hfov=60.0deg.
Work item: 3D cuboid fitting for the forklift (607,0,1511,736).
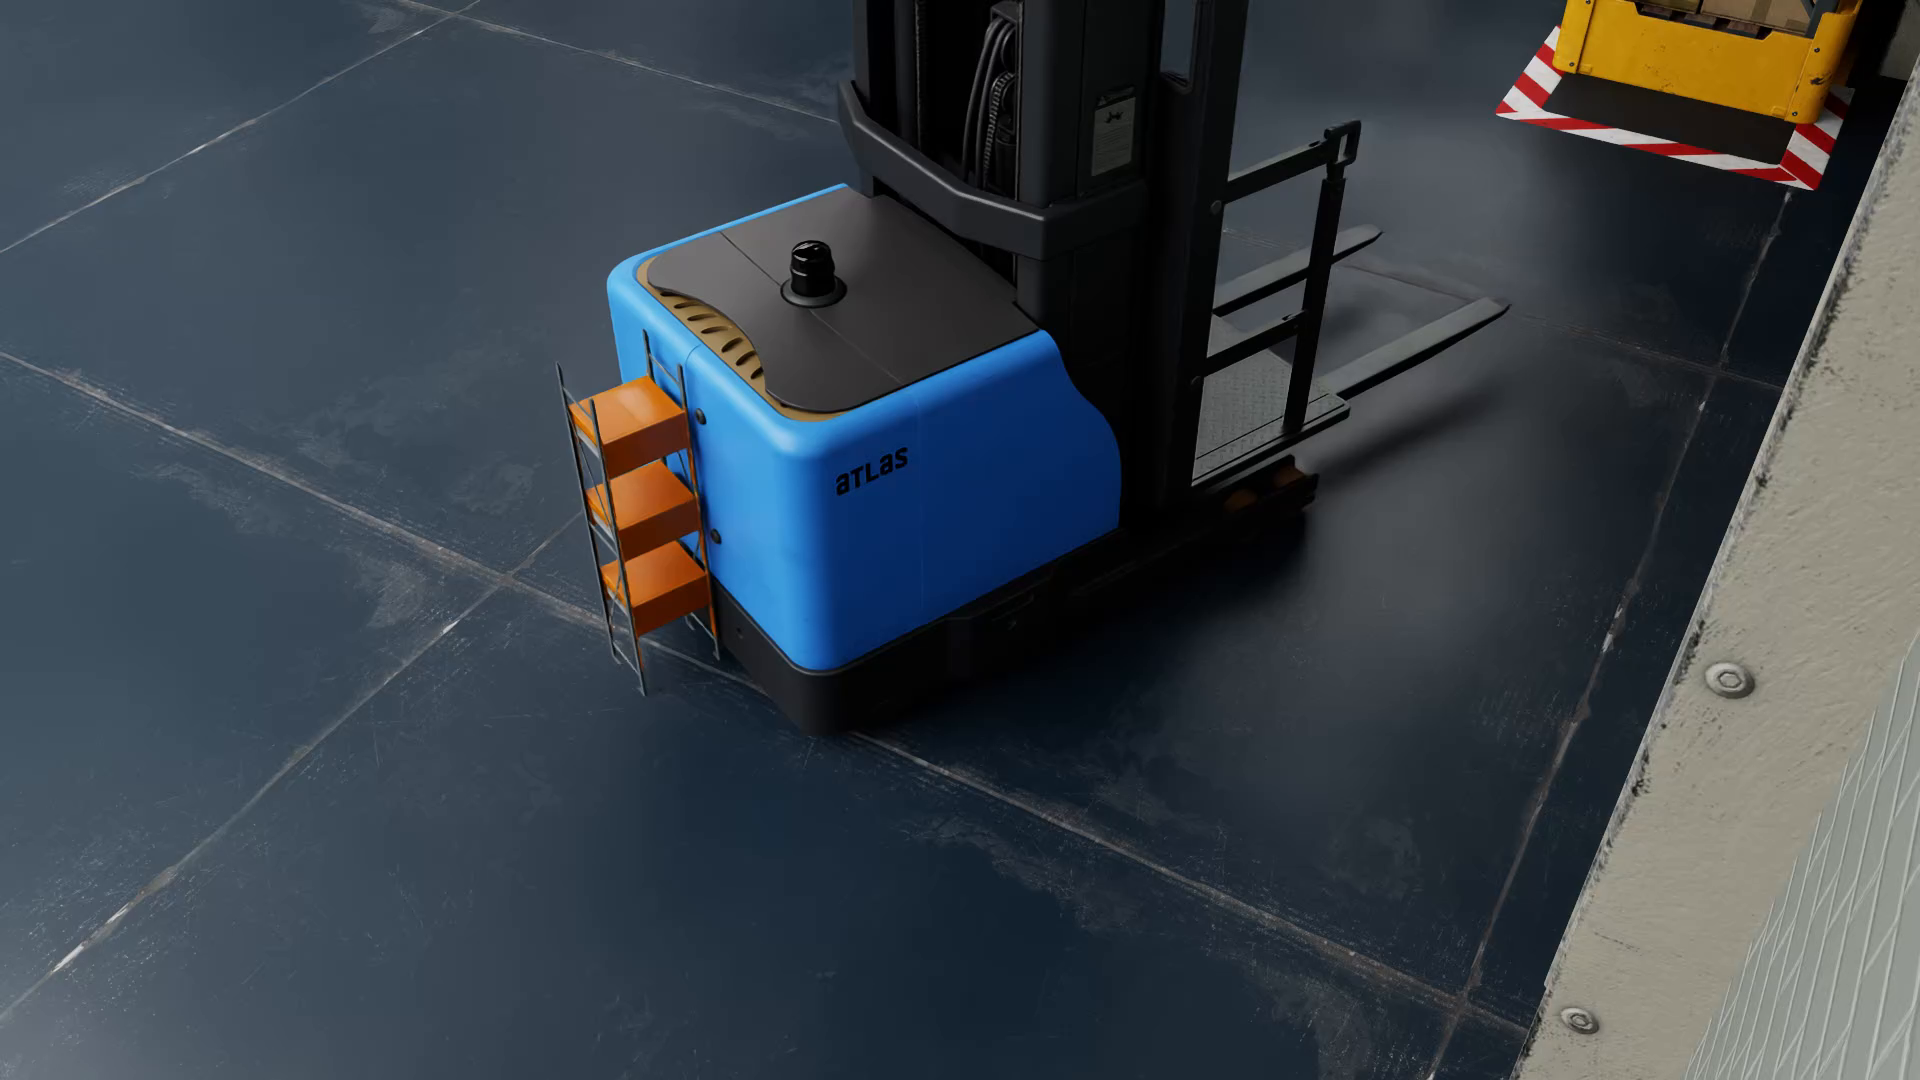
[{"bbox_3d":[0.523,-1.352,4.568,3.031,2.935,1.130,-26,47,-26],"label":"forklift"}]

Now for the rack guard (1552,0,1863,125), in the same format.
[{"bbox_3d":[3.336,-2.294,7.477,1.175,0.500,0.348,21,45,22],"label":"rack guard"}]

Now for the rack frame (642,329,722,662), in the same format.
[{"bbox_3d":[-0.756,-0.094,4.562,0.008,1.050,0.200,-26,47,-26],"label":"rack frame"}]

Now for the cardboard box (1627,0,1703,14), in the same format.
[{"bbox_3d":[3.310,-2.745,7.860,0.500,0.250,0.500,21,46,22],"label":"cardboard box"}]

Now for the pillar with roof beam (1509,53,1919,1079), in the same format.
[{"bbox_3d":[-2.253,-3.588,2.516,9.100,9.000,0.400,21,45,22],"label":"pillar with roof beam"}]

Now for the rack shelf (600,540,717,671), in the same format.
[{"bbox_3d":[-0.855,0.170,4.699,0.240,0.259,0.215,-26,47,-26],"label":"rack shelf"}]

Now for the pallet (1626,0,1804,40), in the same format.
[{"bbox_3d":[3.694,-2.651,8.101,1.003,0.211,1.213,21,45,22],"label":"pallet"}]

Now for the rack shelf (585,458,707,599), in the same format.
[{"bbox_3d":[-0.855,-0.038,4.515,0.240,0.259,0.215,-26,47,-26],"label":"rack shelf"}]

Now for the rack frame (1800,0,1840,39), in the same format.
[{"bbox_3d":[3.348,-3.246,6.666,1.000,3.000,0.127,21,45,22],"label":"rack frame"}]

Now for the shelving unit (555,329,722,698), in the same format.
[{"bbox_3d":[-0.855,-0.046,4.508,0.252,1.050,0.215,-26,47,-26],"label":"shelving unit"}]

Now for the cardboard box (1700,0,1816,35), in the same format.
[{"bbox_3d":[3.763,-2.588,7.682,0.500,0.250,0.500,21,46,22],"label":"cardboard box"}]

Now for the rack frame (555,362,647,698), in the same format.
[{"bbox_3d":[-0.953,0.001,4.454,0.008,1.050,0.200,-26,47,-26],"label":"rack frame"}]

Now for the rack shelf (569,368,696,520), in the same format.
[{"bbox_3d":[-0.855,-0.251,4.328,0.240,0.259,0.215,-26,47,-26],"label":"rack shelf"}]
